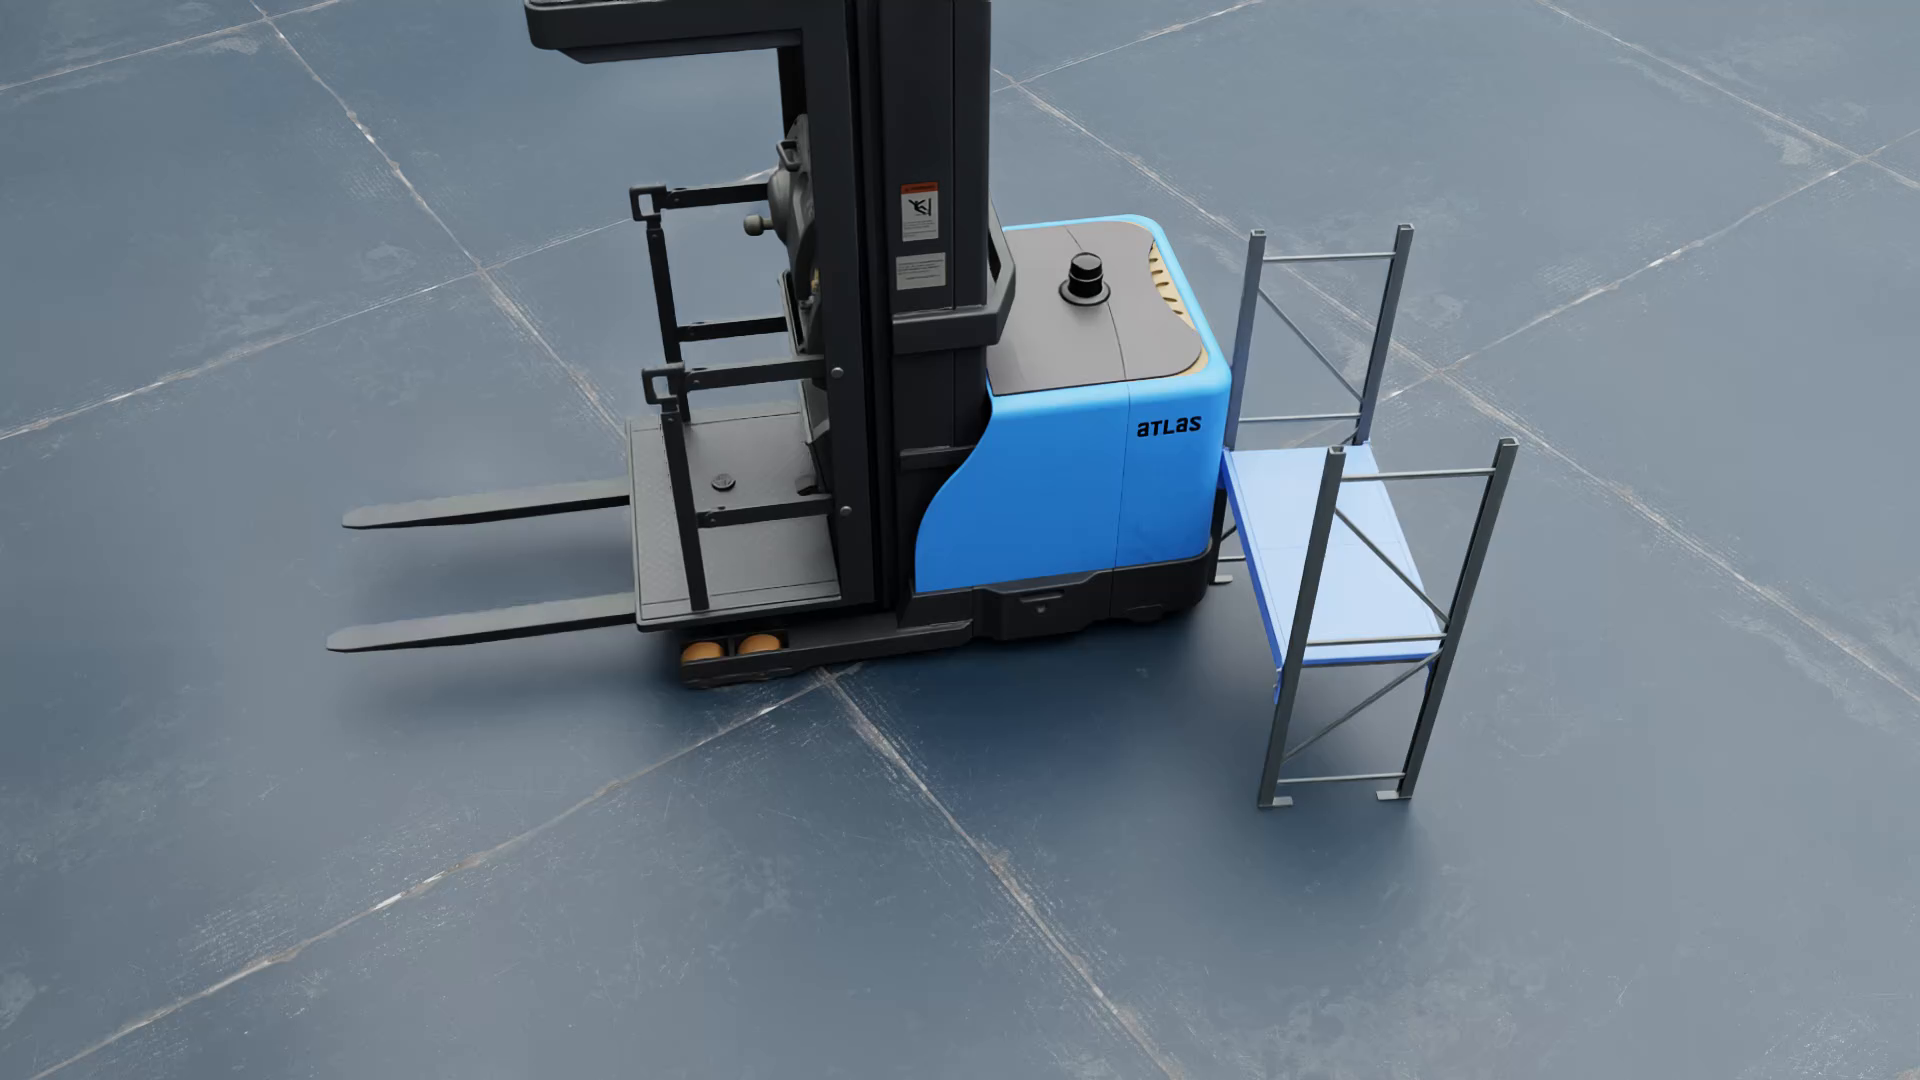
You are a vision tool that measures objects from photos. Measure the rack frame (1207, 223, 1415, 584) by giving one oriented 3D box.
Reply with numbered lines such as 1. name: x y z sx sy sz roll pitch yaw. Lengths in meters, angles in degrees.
1. rack frame: 1.137 -0.405 5.588 0.500 1.500 0.032 -3 44 -3

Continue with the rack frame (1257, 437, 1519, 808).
1. rack frame: 1.210 0.295 4.855 0.500 1.500 0.032 -3 44 -3

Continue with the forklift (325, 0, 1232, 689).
1. forklift: -0.686 -0.947 5.120 3.031 2.935 1.130 -7 44 -7

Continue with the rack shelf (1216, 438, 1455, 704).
1. rack shelf: 1.173 0.075 5.346 0.538 0.185 1.000 -3 44 -3

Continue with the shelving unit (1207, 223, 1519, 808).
1. shelving unit: 1.173 -0.055 5.221 0.538 1.500 1.048 -3 44 -3
